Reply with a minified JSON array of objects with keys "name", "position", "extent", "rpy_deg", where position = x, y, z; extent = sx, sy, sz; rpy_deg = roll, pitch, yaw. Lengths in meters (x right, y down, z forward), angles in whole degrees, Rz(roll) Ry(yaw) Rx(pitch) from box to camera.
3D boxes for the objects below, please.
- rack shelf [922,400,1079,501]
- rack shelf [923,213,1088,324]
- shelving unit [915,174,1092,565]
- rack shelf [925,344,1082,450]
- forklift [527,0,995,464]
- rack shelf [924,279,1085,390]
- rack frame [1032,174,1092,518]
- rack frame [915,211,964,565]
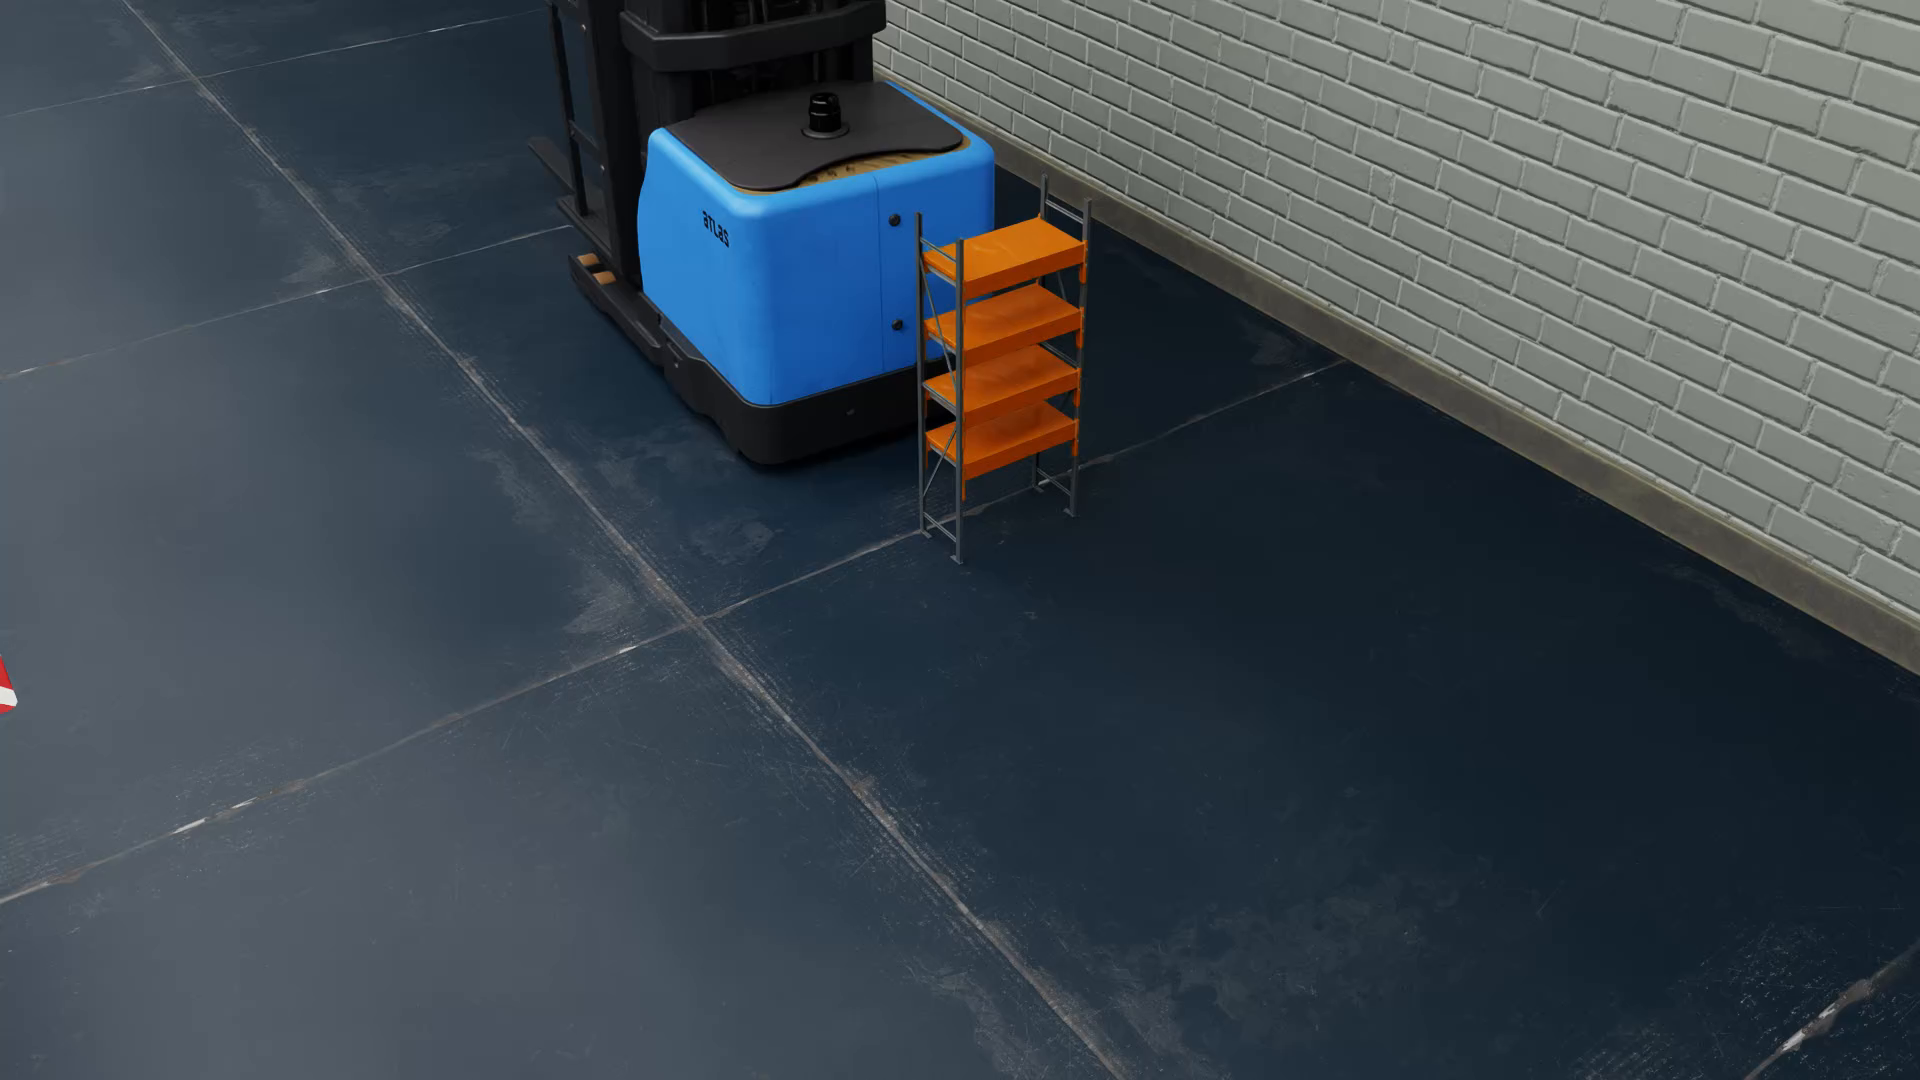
[{"name":"rack shelf","position":[0.135,-0.327,5.632],"extent":[0.480,0.148,0.258],"rpy_deg":[-22,41,-28]},{"name":"rack shelf","position":[0.135,-0.862,5.248],"extent":[0.480,0.148,0.258],"rpy_deg":[-22,41,-28]},{"name":"shelving unit","position":[0.135,-0.543,5.477],"extent":[0.503,1.200,0.258],"rpy_deg":[-22,41,-28]},{"name":"rack shelf","position":[0.135,-0.488,5.516],"extent":[0.480,0.148,0.258],"rpy_deg":[-22,41,-28]},{"name":"forklift","position":[-1.043,-2.297,6.434],"extent":[1.130,2.935,3.031],"rpy_deg":[-19,40,-24]},{"name":"rack shelf","position":[0.135,-0.670,5.386],"extent":[0.480,0.148,0.258],"rpy_deg":[-22,41,-28]},{"name":"rack frame","position":[0.335,-0.625,5.591],"extent":[0.015,1.200,0.240],"rpy_deg":[-22,41,-28]},{"name":"rack frame","position":[-0.064,-0.461,5.363],"extent":[0.015,1.200,0.240],"rpy_deg":[-22,41,-28]}]
